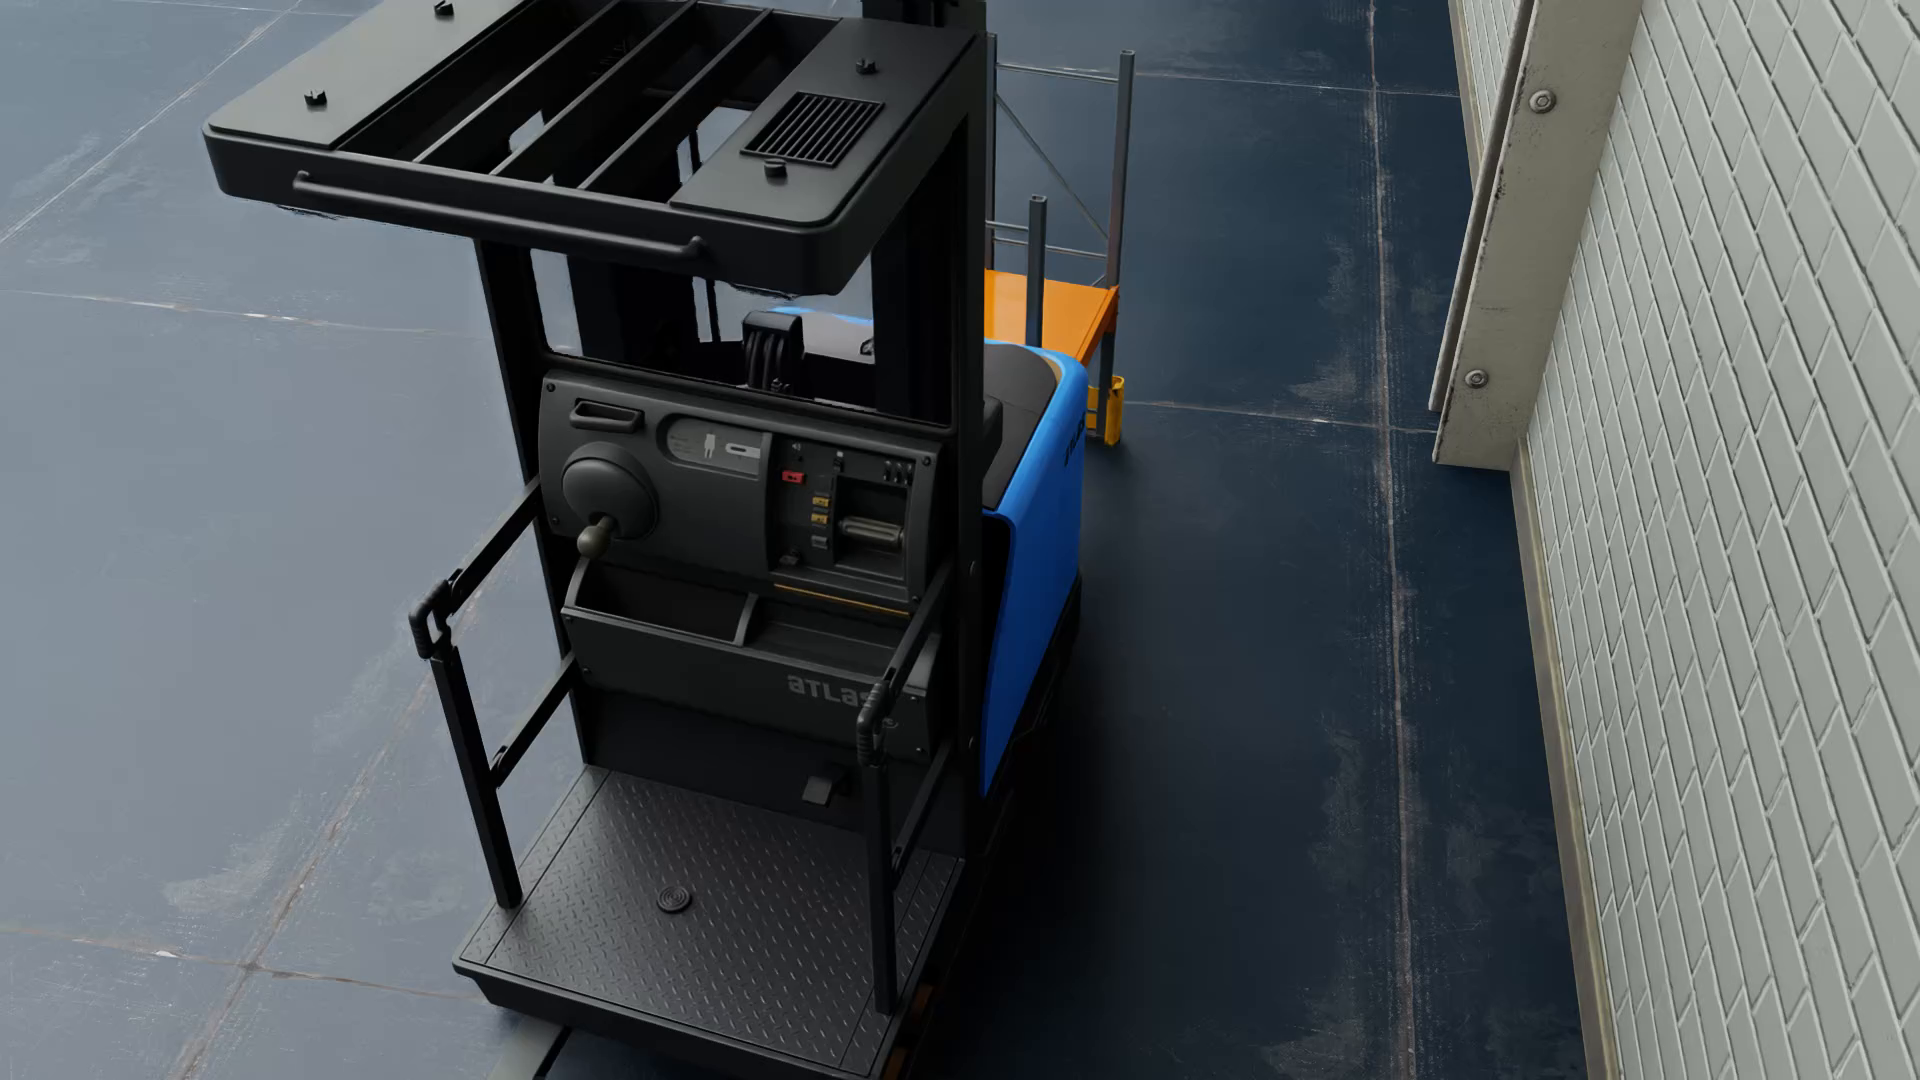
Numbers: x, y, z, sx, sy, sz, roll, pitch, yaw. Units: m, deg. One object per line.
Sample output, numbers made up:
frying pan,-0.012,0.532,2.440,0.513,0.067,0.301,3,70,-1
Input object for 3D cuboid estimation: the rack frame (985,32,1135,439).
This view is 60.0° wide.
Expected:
rack frame,0.313,-1.012,5.797,0.500,1.500,0.032,12,41,14

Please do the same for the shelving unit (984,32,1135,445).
shelving unit,0.157,-0.710,5.432,0.587,1.500,1.083,12,41,14

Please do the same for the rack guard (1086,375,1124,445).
rack guard,0.313,-0.530,6.195,0.587,0.250,0.087,12,41,14

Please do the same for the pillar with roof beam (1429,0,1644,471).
pillar with roof beam,-2.321,-4.332,3.928,9.100,9.000,0.400,6,40,8

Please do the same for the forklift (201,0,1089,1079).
forklift,-0.560,-0.027,3.483,1.130,2.935,3.031,12,41,14

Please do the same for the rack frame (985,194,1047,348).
rack frame,-0.005,-0.397,5.053,0.500,1.500,0.032,12,41,14

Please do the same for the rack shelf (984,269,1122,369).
rack shelf,0.154,-0.566,5.540,0.538,0.185,1.000,12,41,14
